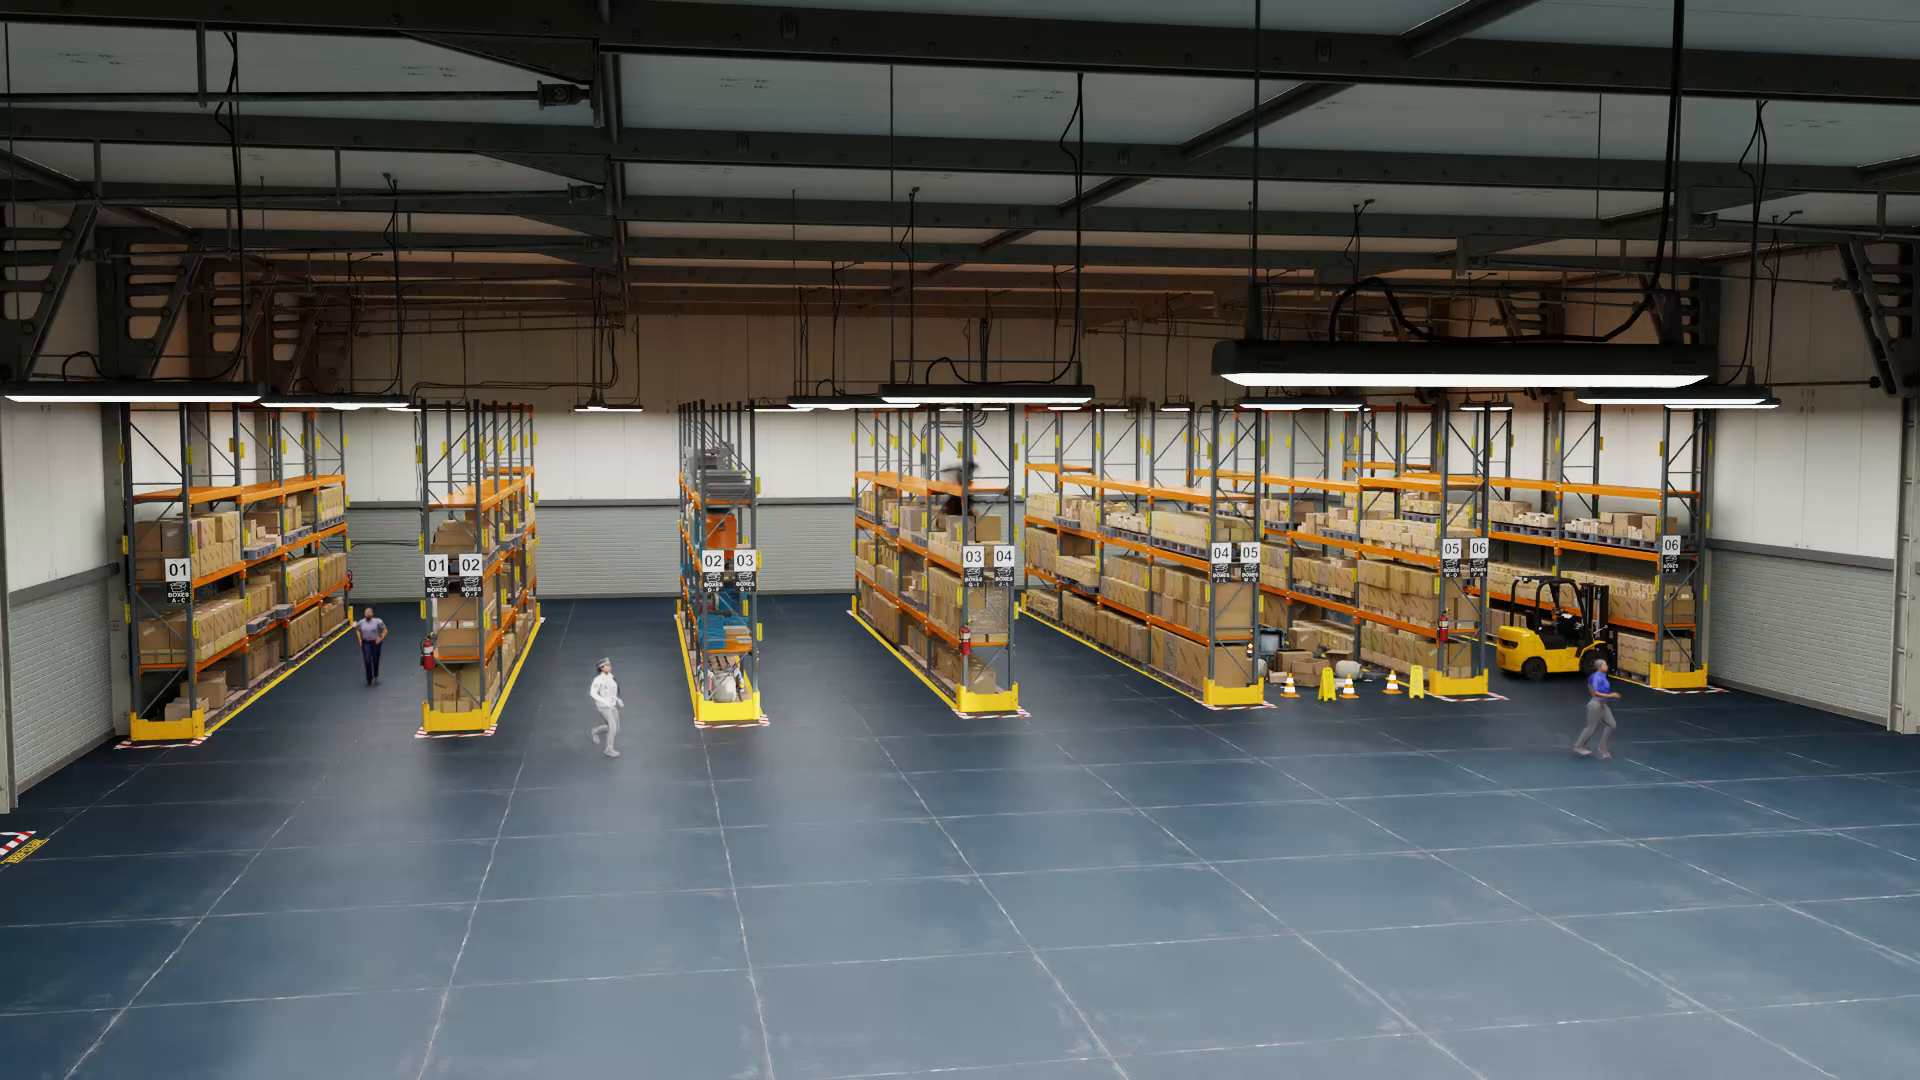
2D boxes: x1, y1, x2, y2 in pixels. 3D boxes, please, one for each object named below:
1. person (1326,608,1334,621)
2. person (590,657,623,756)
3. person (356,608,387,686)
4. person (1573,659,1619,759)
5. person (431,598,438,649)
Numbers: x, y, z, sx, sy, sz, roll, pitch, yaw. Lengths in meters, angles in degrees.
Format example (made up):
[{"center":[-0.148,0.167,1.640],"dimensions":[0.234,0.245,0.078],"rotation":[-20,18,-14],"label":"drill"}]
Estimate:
[{"center":[9.786,1.533,43.931],"dimensions":[0.641,1.834,0.727],"rotation":[-1,4,-13],"label":"person"},{"center":[-5.994,2.799,27.992],"dimensions":[0.564,1.658,0.617],"rotation":[2,5,20],"label":"person"},{"center":[-12.511,2.256,35.392],"dimensions":[0.625,1.667,0.722],"rotation":[-1,4,-12],"label":"person"},{"center":[10.613,2.824,27.662],"dimensions":[0.739,1.710,0.568],"rotation":[3,5,36],"label":"person"},{"center":[-12.478,1.852,39.928],"dimensions":[0.698,1.718,0.606],"rotation":[-1,4,-15],"label":"person"}]
